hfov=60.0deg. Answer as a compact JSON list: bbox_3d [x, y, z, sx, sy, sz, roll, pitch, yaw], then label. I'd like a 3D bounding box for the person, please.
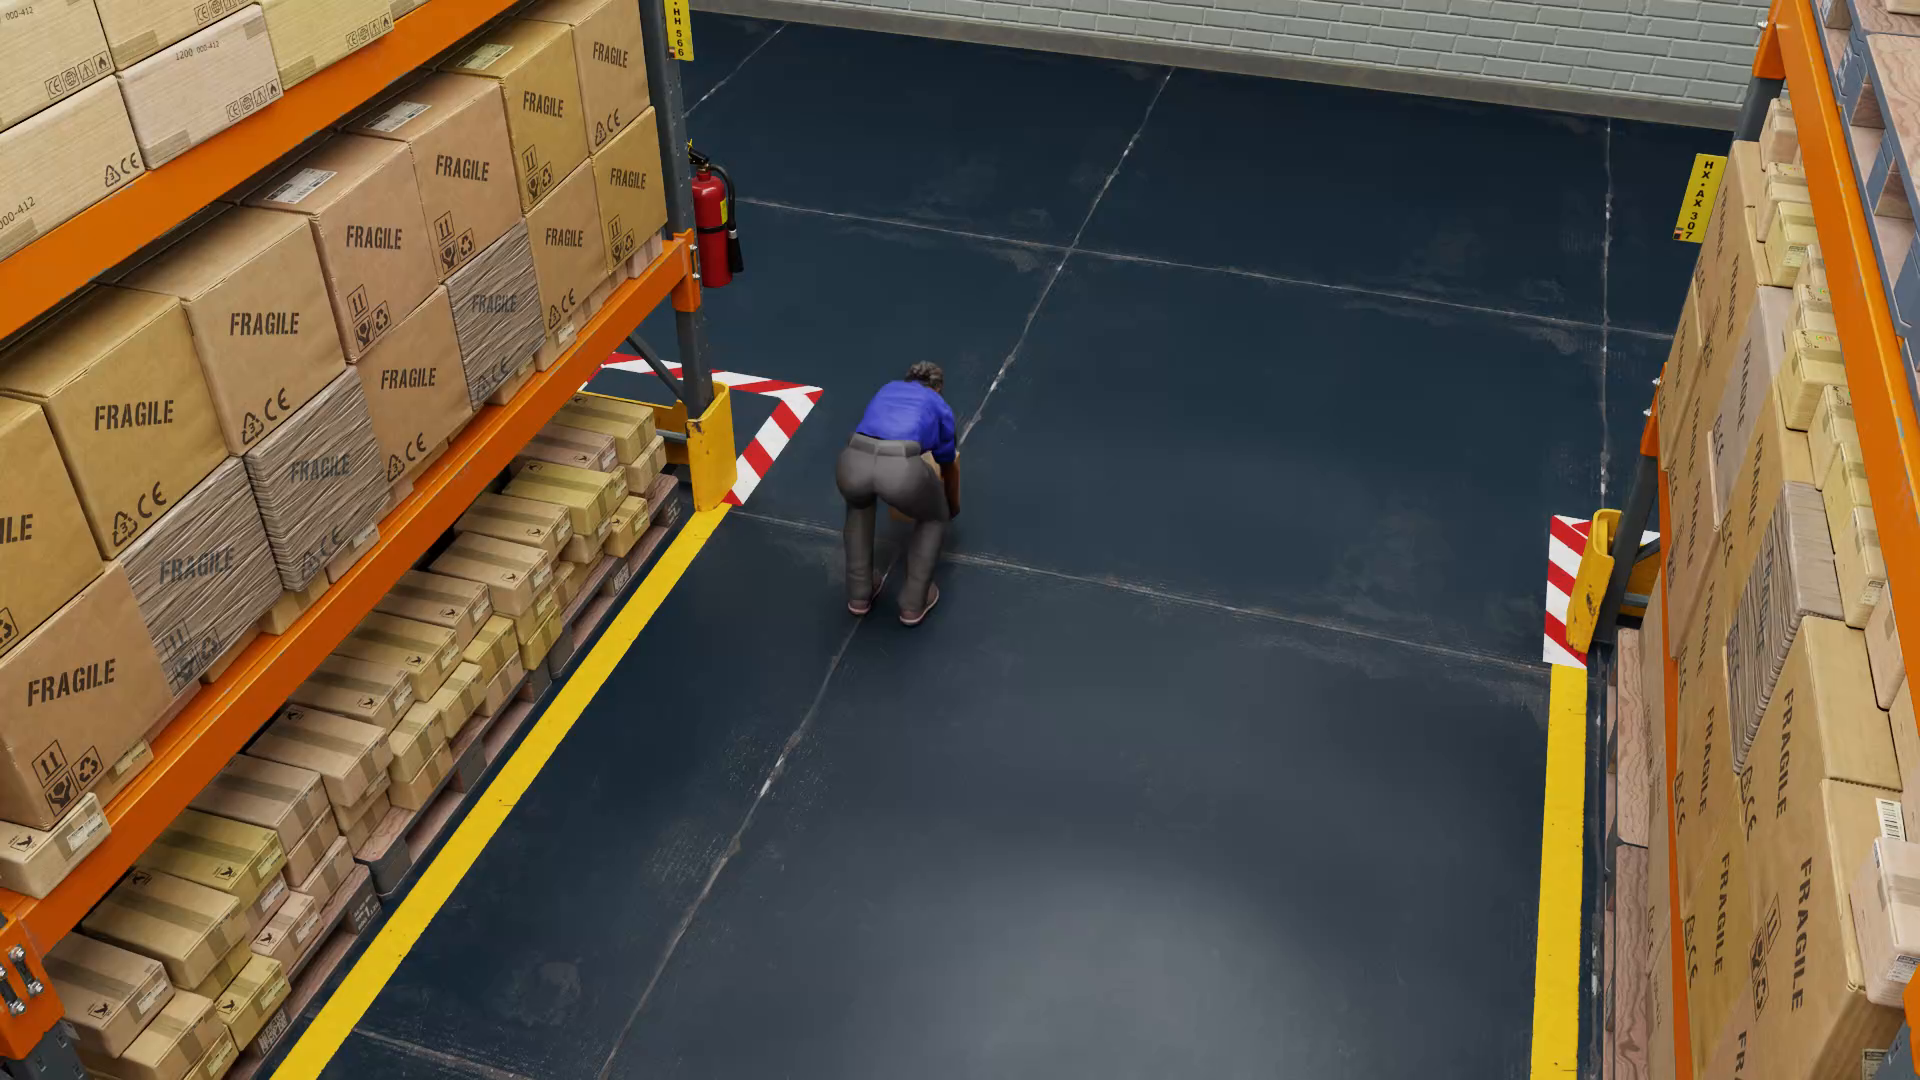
[{"bbox_3d":[-0.241,-0.221,7.029,0.444,0.954,0.876,9,38,12],"label":"person"}]
